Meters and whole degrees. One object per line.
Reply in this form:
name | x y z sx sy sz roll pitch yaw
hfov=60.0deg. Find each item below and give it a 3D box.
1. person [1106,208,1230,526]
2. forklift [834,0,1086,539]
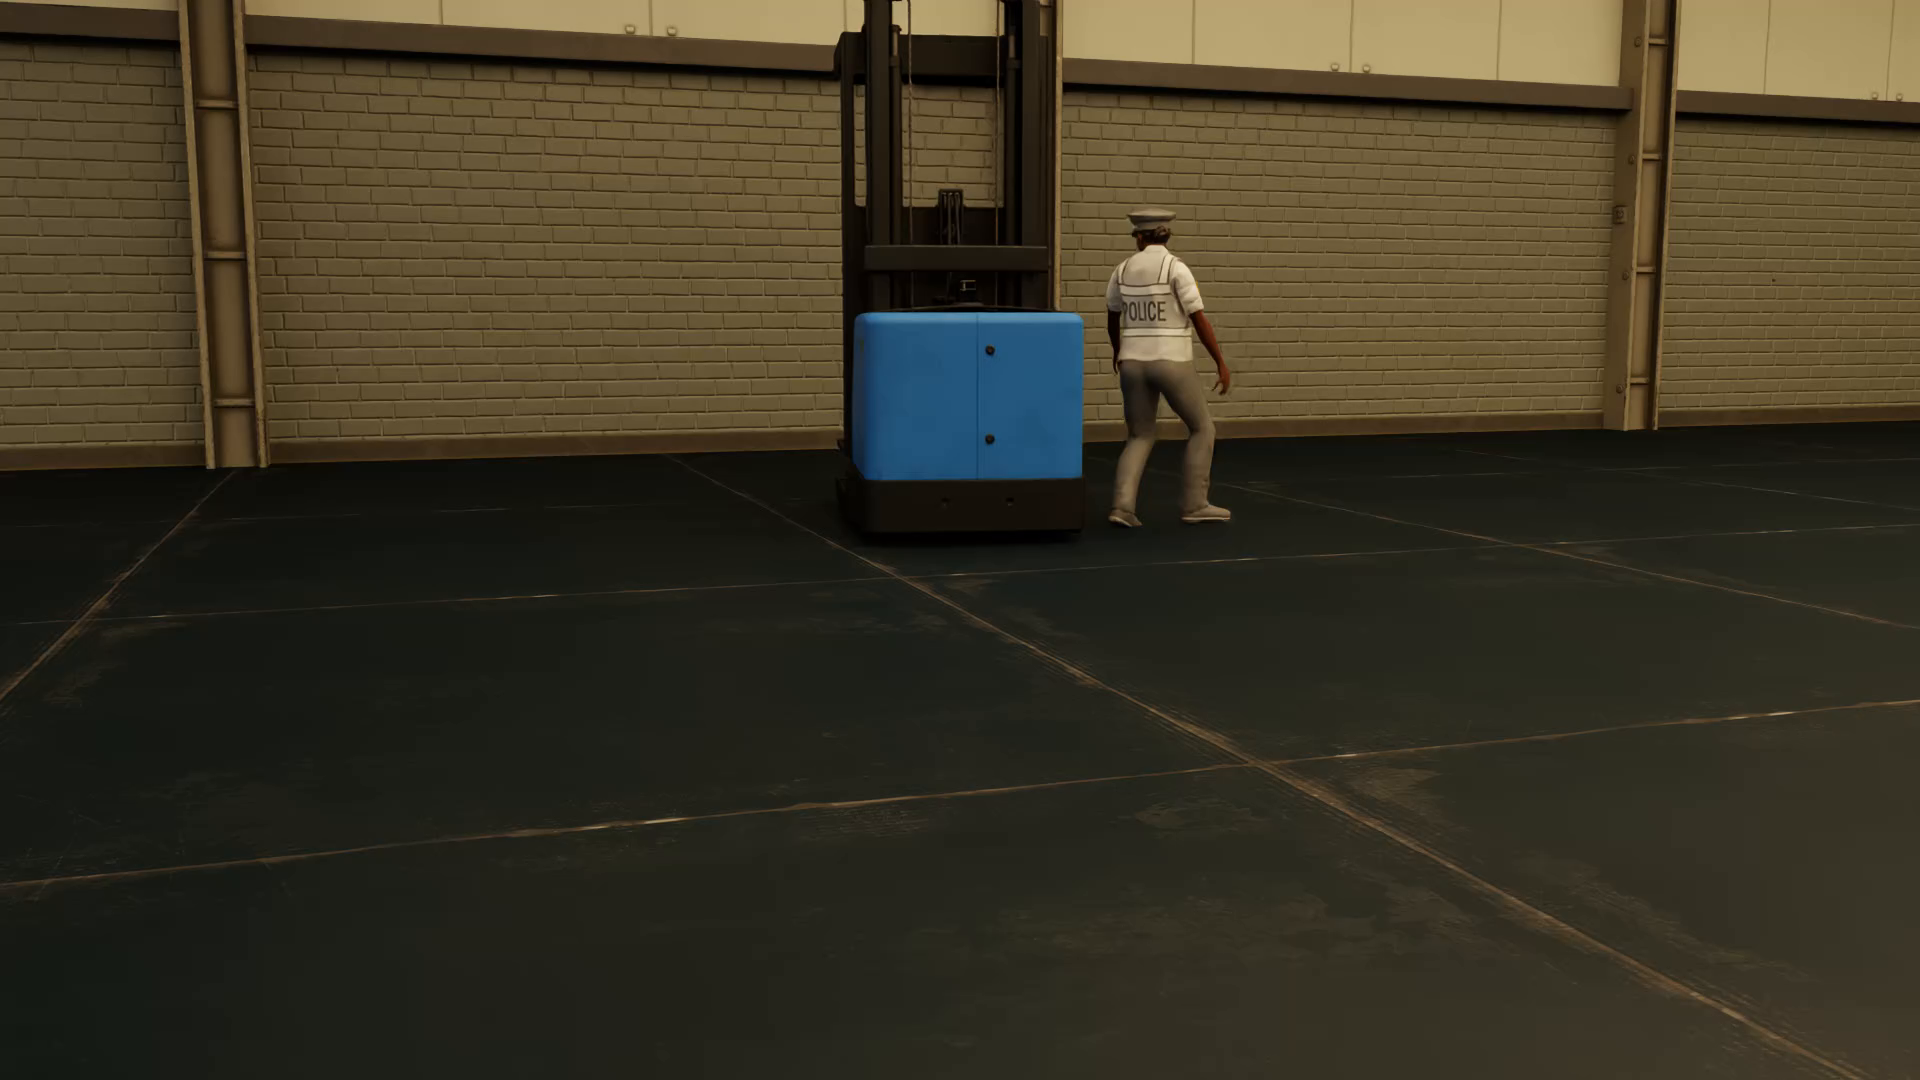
person | 1.023 -0.858 8.505 0.748 1.642 0.636 6 10 38
forklift | -0.107 -1.623 8.981 1.130 2.935 3.031 -1 8 -7
